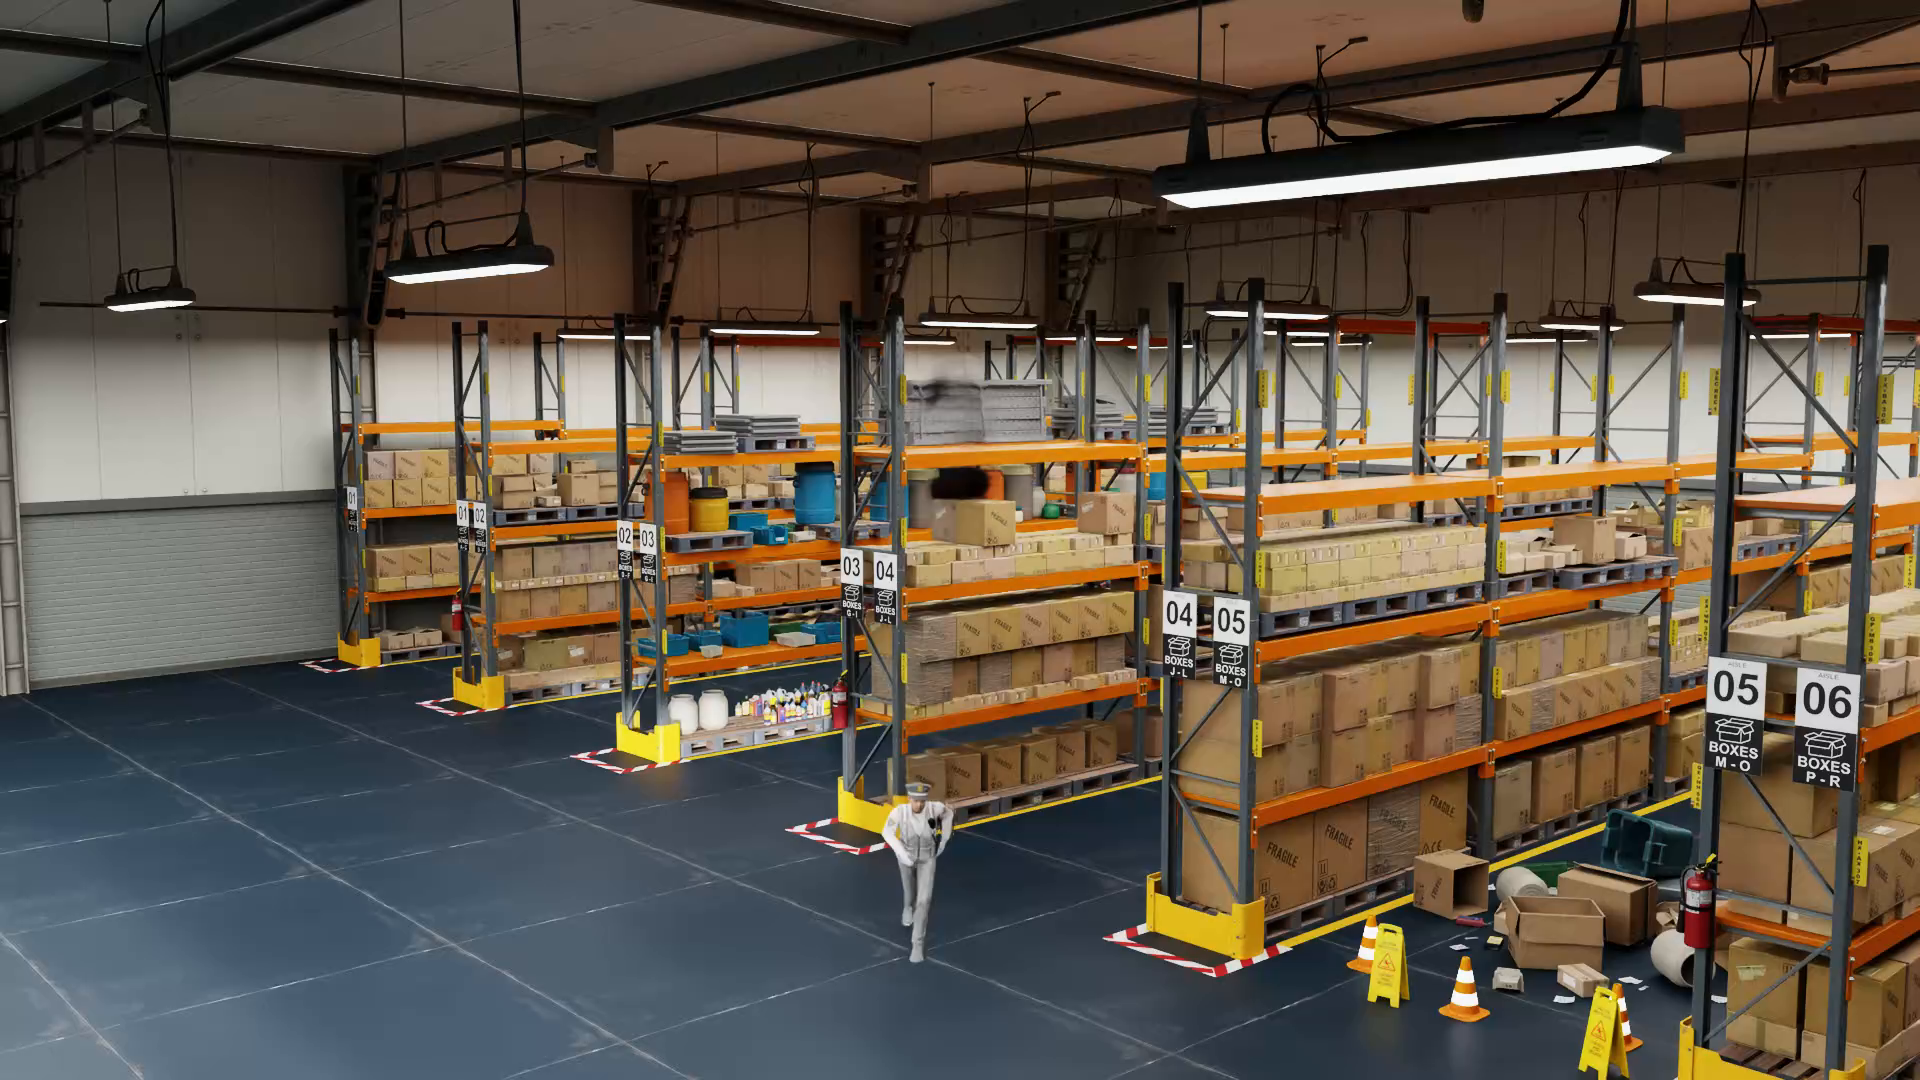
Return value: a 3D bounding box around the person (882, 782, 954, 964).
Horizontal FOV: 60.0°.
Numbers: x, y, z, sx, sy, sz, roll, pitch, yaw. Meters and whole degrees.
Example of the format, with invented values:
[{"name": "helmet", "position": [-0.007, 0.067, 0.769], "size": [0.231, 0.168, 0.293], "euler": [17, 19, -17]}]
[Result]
[{"name": "person", "position": [-0.392, 2.909, 15.070], "size": [0.654, 1.624, 0.978], "euler": [-1, 6, -9]}]
